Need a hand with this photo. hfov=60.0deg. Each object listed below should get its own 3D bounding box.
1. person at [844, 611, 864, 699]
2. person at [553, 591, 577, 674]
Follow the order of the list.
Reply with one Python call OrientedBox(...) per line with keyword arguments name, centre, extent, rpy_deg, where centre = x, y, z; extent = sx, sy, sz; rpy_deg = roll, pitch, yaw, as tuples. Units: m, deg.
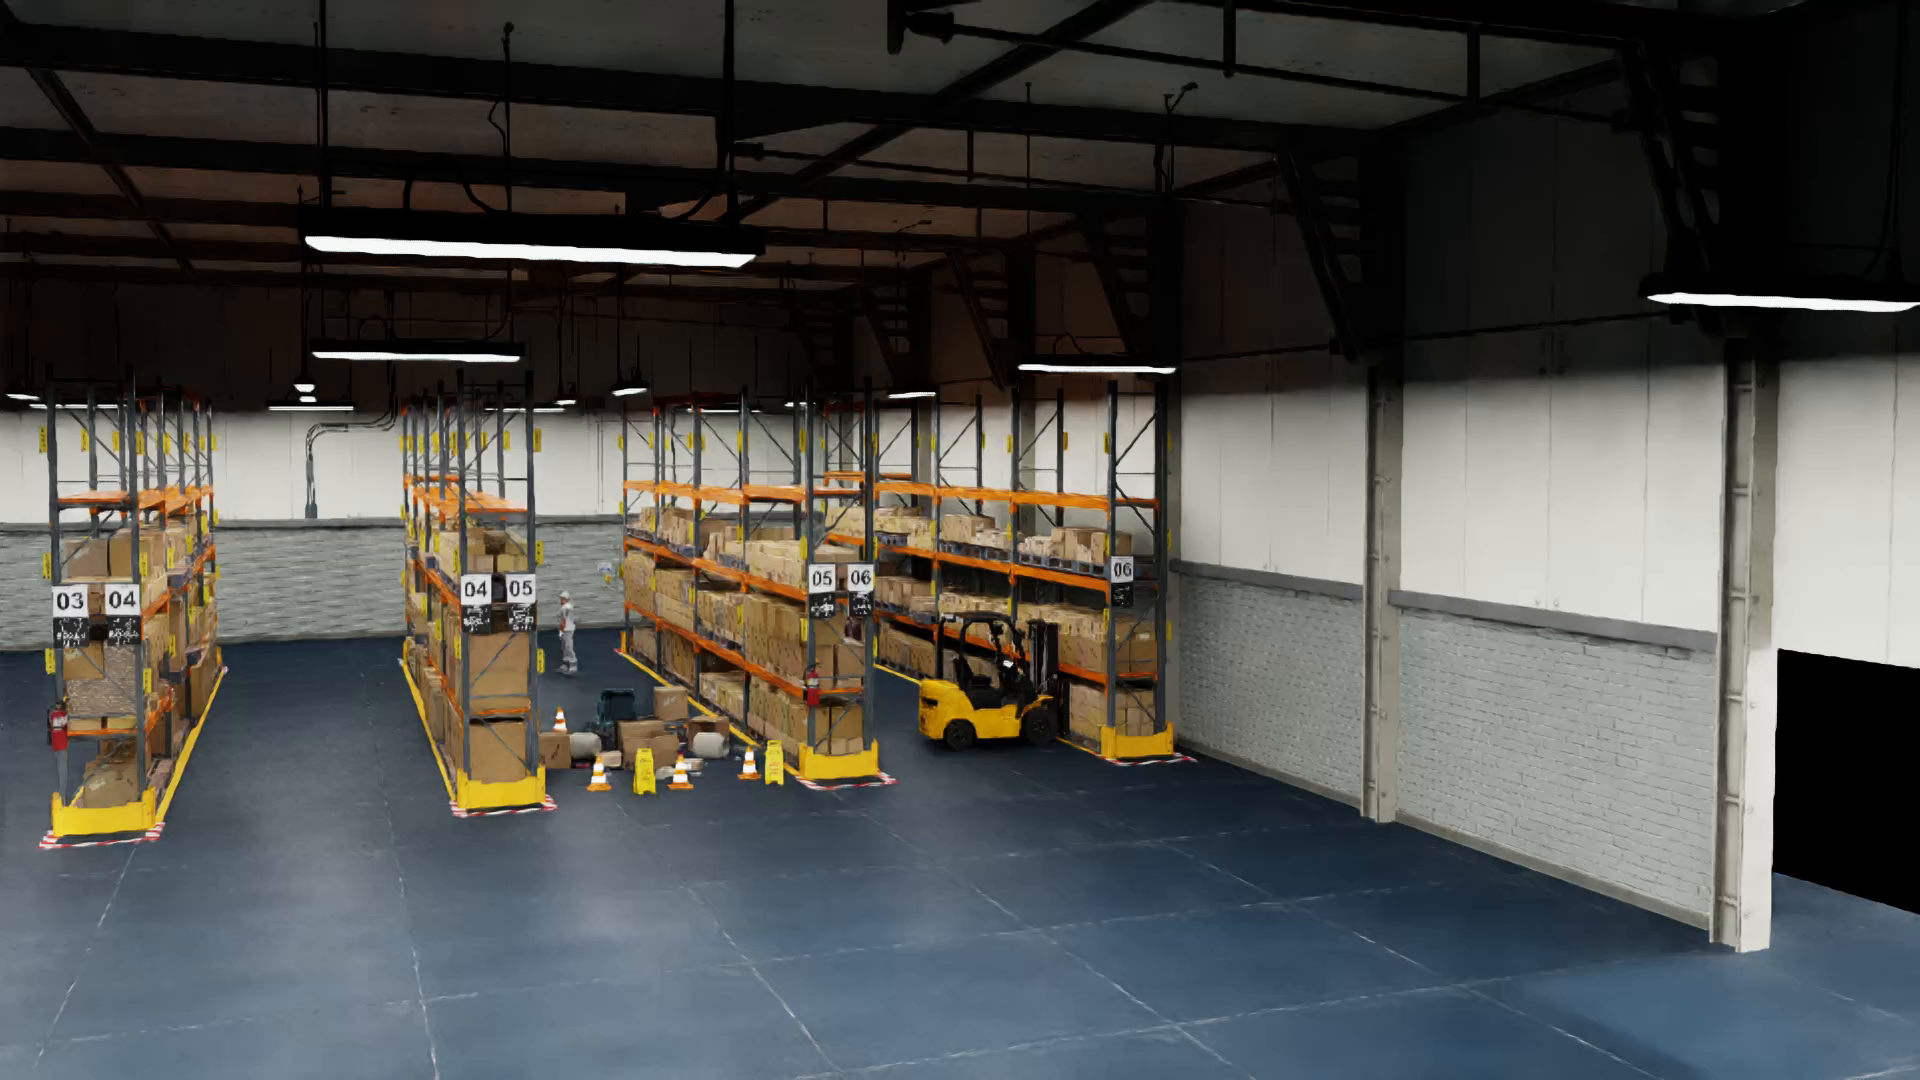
OrientedBox(name="person", centre=(-2.136, 2.196, 32.500), extent=(0.637, 1.775, 0.676), rpy_deg=(0, 3, 7))
OrientedBox(name="person", centre=(-8.554, 1.994, 35.964), extent=(0.583, 1.786, 0.605), rpy_deg=(0, 3, -1))
